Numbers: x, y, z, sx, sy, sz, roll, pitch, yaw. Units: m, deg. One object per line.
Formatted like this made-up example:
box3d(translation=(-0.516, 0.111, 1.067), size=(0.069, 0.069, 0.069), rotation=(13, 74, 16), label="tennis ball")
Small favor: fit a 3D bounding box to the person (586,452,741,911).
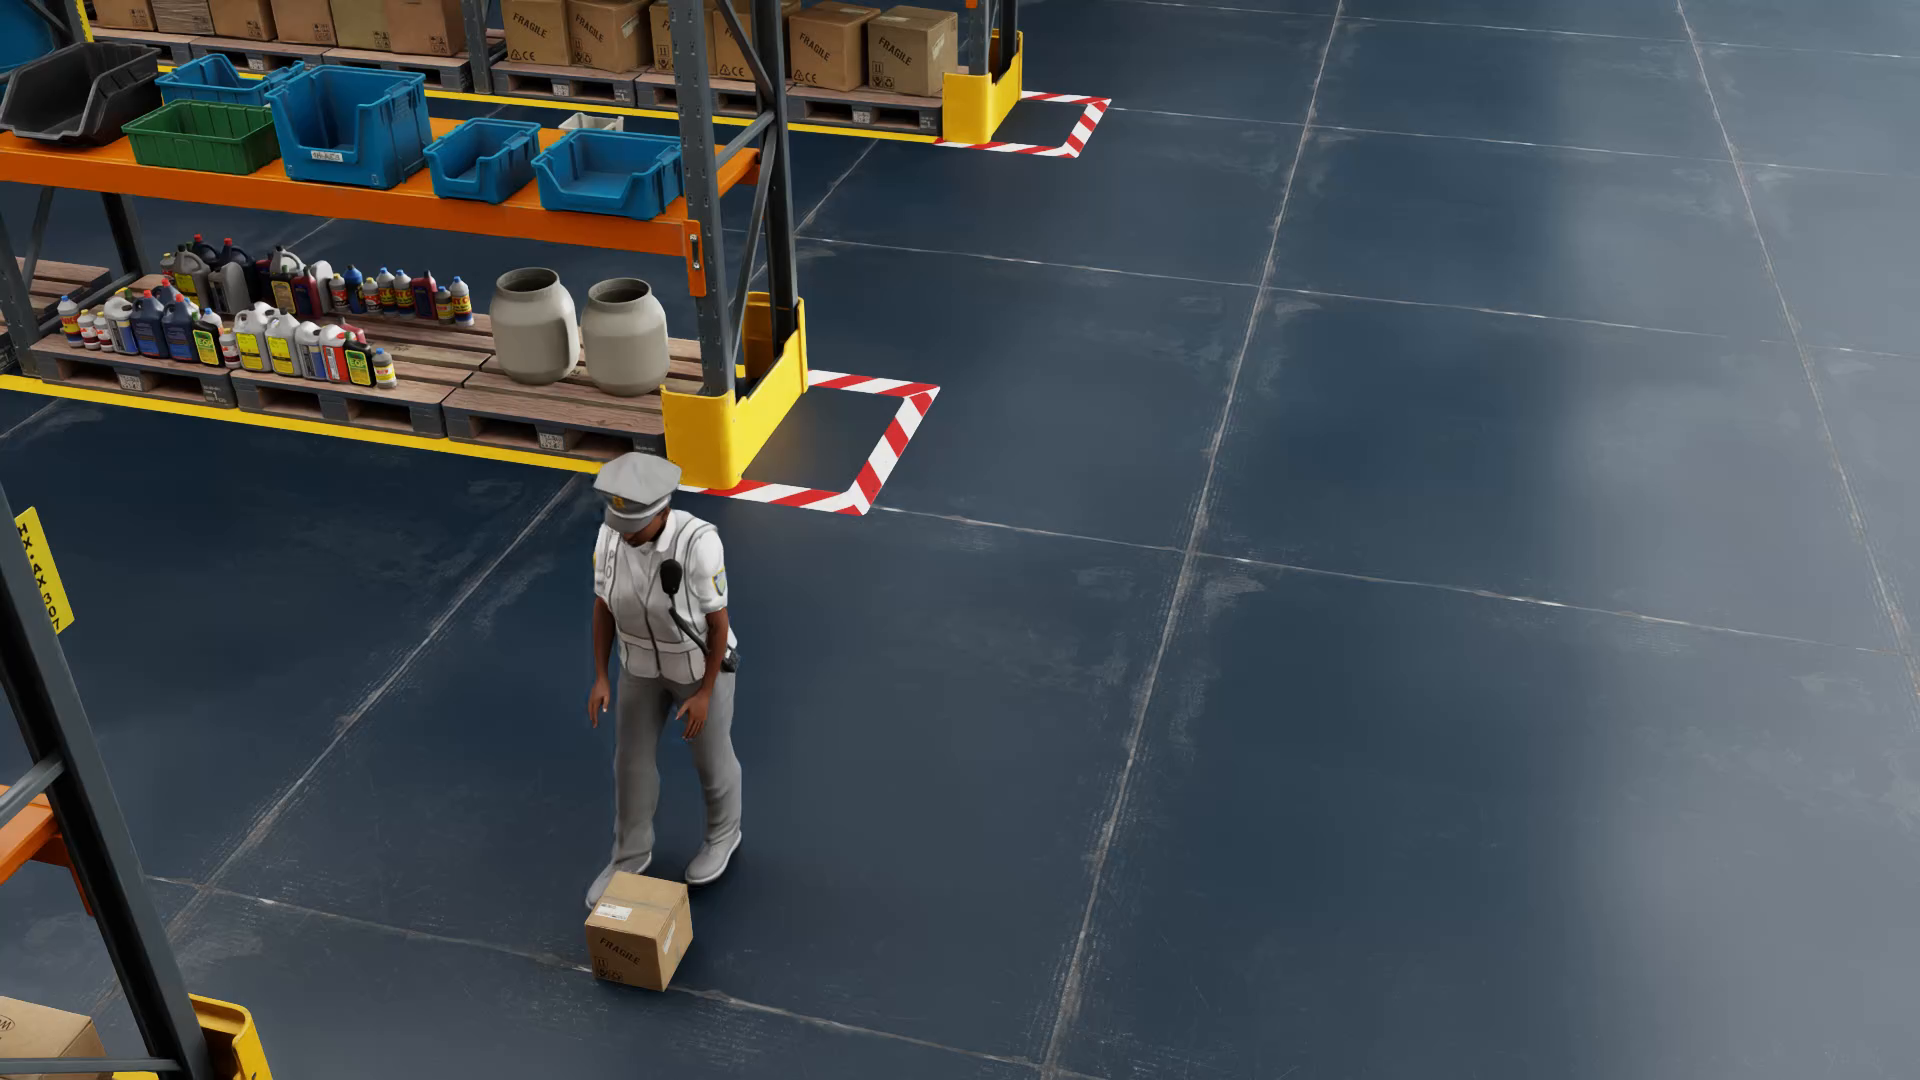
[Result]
box3d(translation=(-0.989, 0.469, 5.399), size=(0.506, 1.662, 0.525), rotation=(9, 34, 13), label="person")
